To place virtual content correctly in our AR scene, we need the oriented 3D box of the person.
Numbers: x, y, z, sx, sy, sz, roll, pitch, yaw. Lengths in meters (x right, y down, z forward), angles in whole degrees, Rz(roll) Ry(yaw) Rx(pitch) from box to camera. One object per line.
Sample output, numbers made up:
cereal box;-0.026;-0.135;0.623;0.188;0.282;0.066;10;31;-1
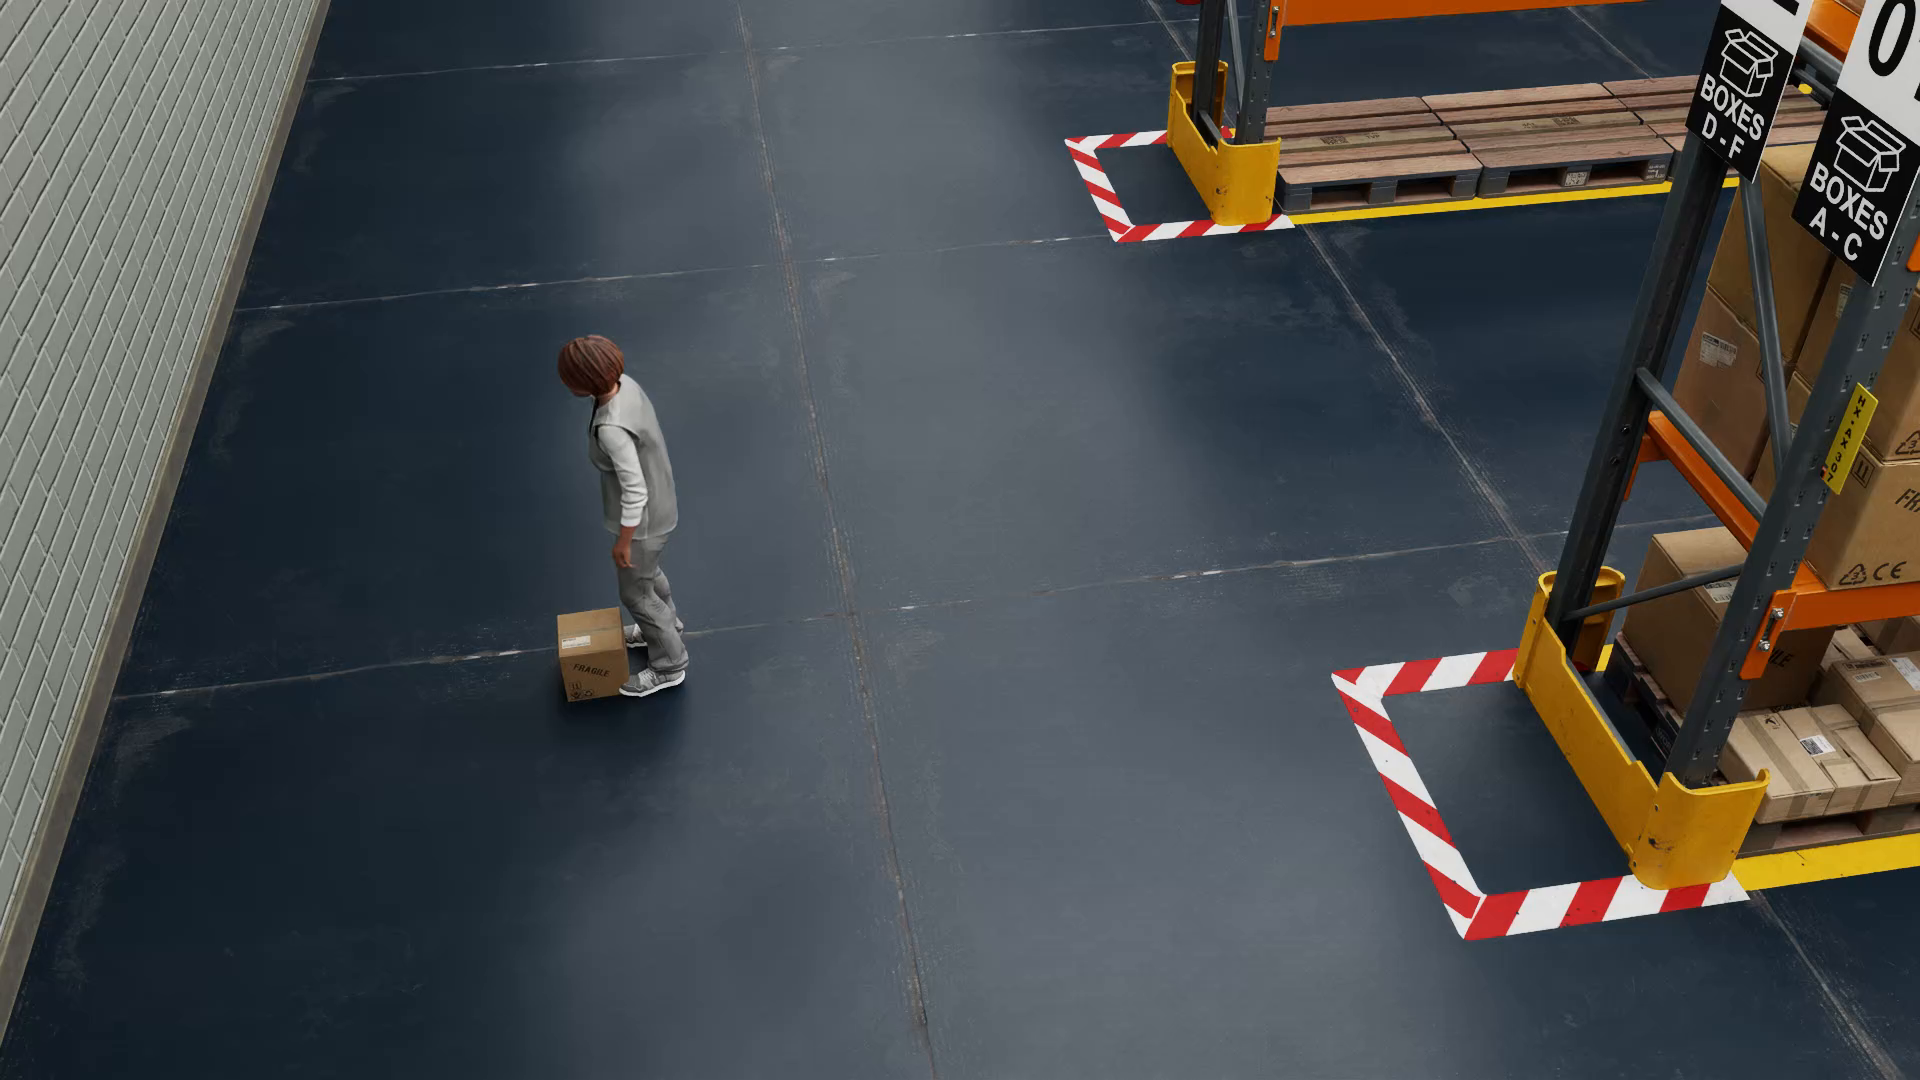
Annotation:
person;-1.236;-0.095;6.279;0.343;1.594;0.462;-6;40;-8
